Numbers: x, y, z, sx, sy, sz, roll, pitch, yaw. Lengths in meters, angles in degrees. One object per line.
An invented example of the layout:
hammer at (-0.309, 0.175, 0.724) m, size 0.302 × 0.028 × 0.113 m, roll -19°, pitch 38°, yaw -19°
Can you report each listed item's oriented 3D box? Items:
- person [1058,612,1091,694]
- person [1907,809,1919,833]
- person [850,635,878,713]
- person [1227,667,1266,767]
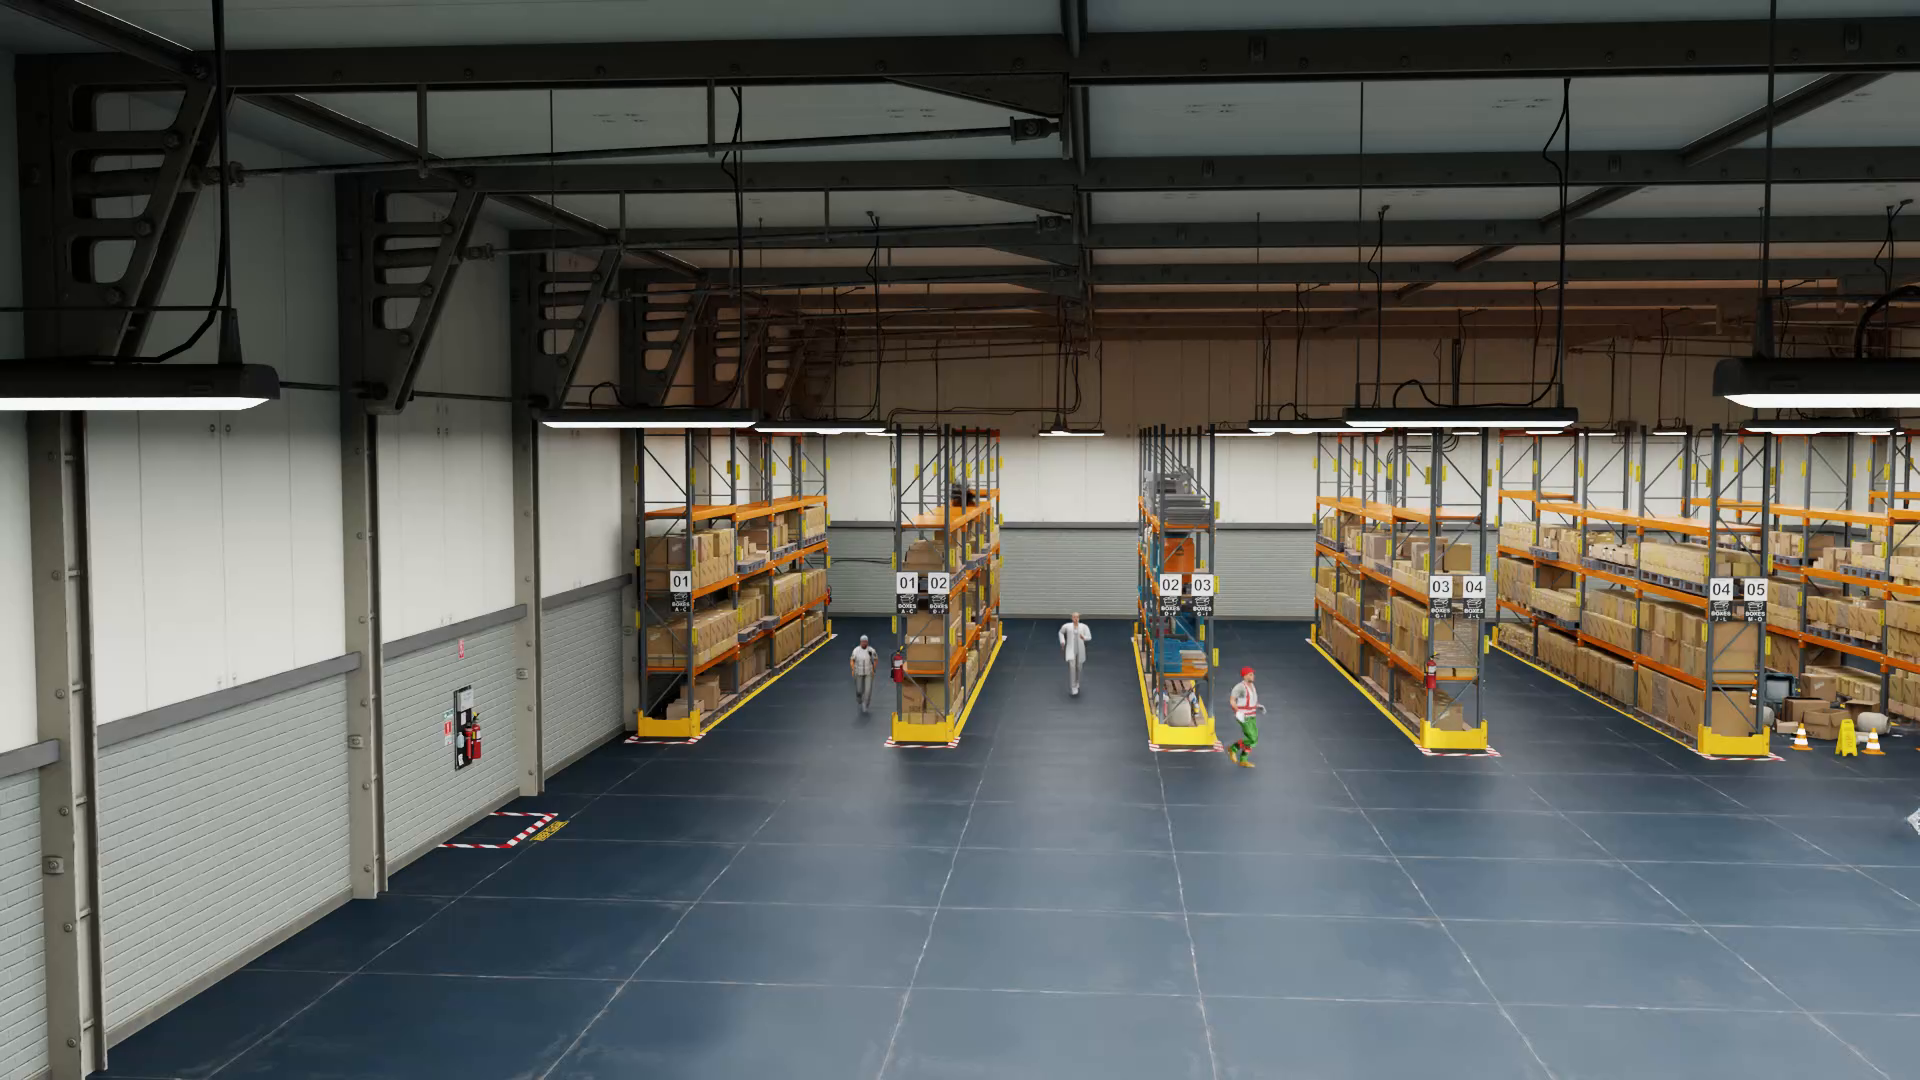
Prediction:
person at (2.605, 2.520, 37.517) m, size 0.694 × 1.781 × 1.044 m, roll 0°, pitch 3°, yaw -6°
person at (13.992, 3.368, 23.532) m, size 0.984 × 1.765 × 0.685 m, roll 2°, pitch 4°, yaw 36°
person at (-2.011, 2.797, 34.965) m, size 0.593 × 1.619 × 0.586 m, roll 0°, pitch 3°, yaw -4°
person at (5.001, 3.082, 29.032) m, size 0.589 × 1.751 × 0.673 m, roll 3°, pitch 4°, yaw 37°
